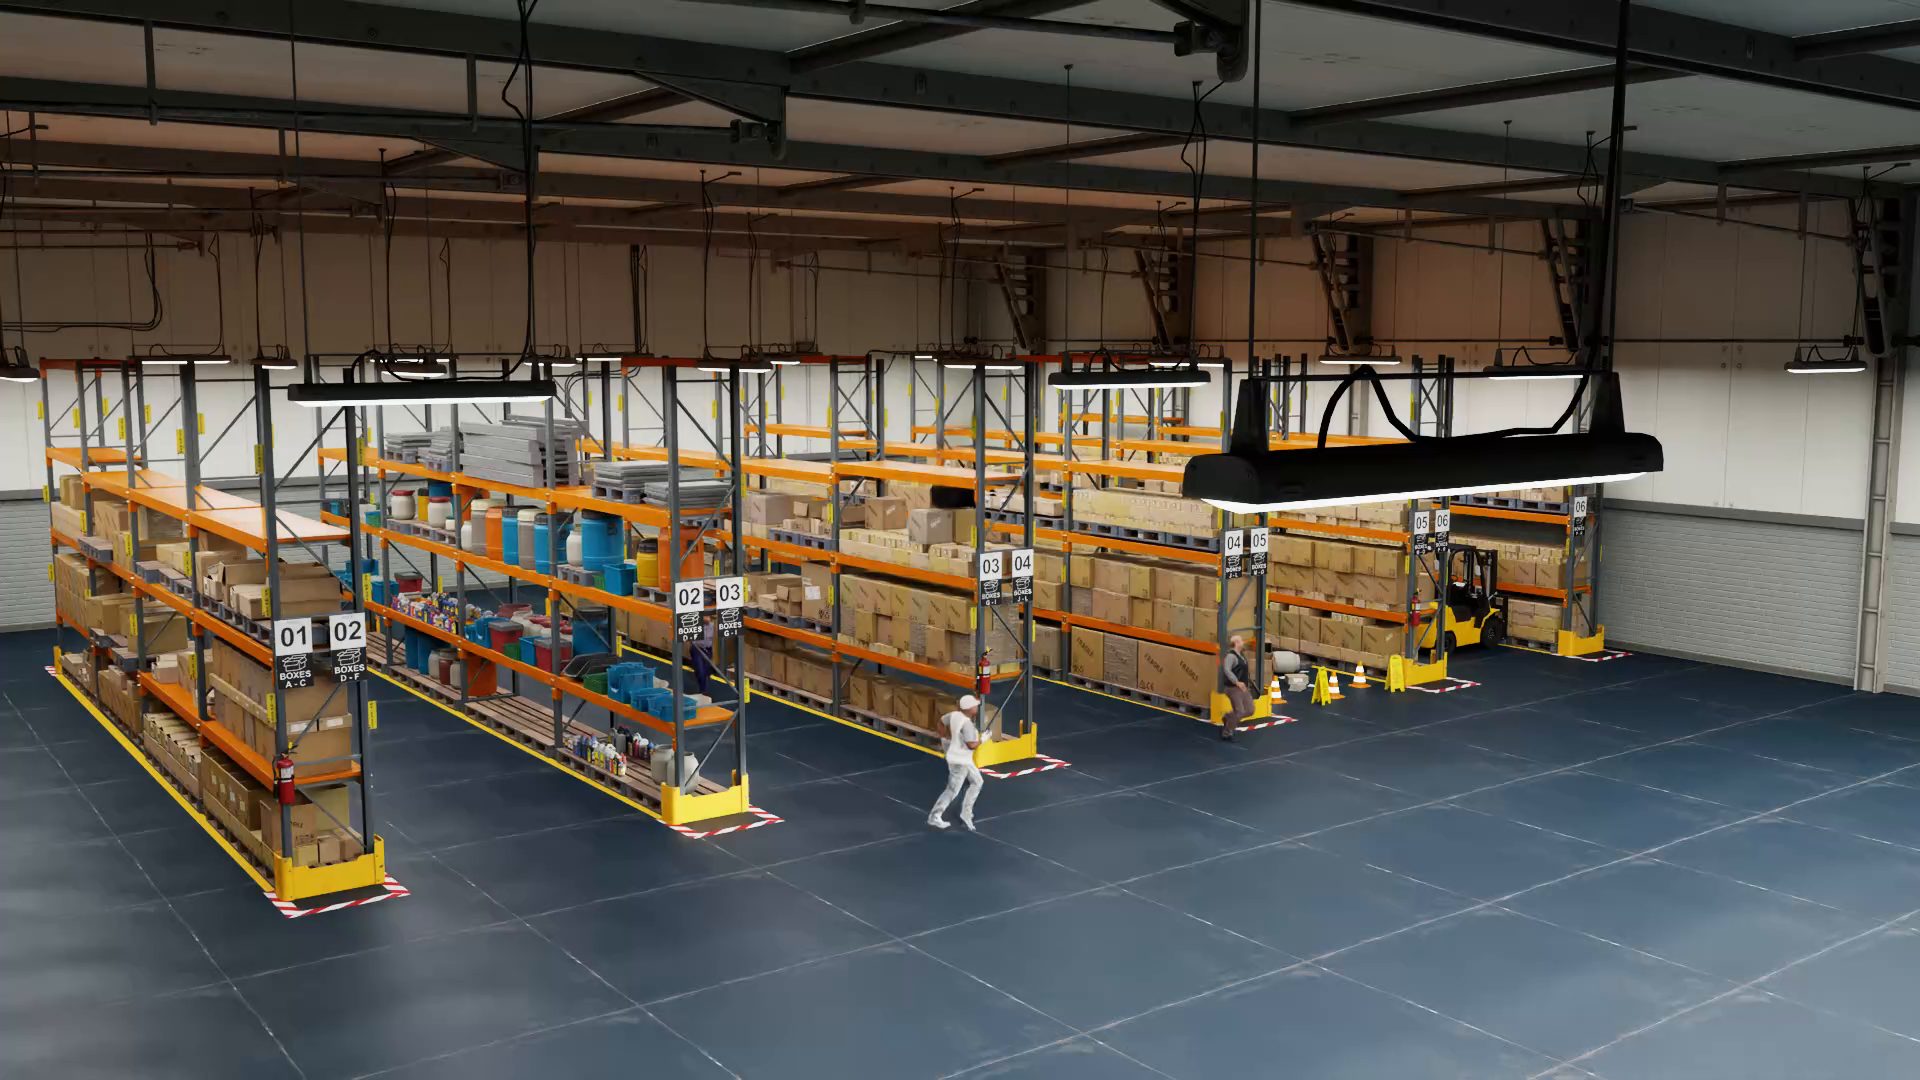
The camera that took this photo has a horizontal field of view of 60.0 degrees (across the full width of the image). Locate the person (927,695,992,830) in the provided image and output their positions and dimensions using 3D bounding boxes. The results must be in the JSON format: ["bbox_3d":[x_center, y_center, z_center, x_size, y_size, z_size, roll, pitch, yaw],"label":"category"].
[{"bbox_3d":[-0.009,2.897,21.424,0.845,1.832,0.643,-1,7,-6],"label":"person"}]

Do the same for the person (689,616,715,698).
[{"bbox_3d":[-4.599,2.012,29.591,0.590,1.601,0.654,-4,8,-33],"label":"person"}]

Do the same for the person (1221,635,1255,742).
[{"bbox_3d":[4.430,2.344,26.436,0.527,1.656,0.712,4,8,28],"label":"person"}]
